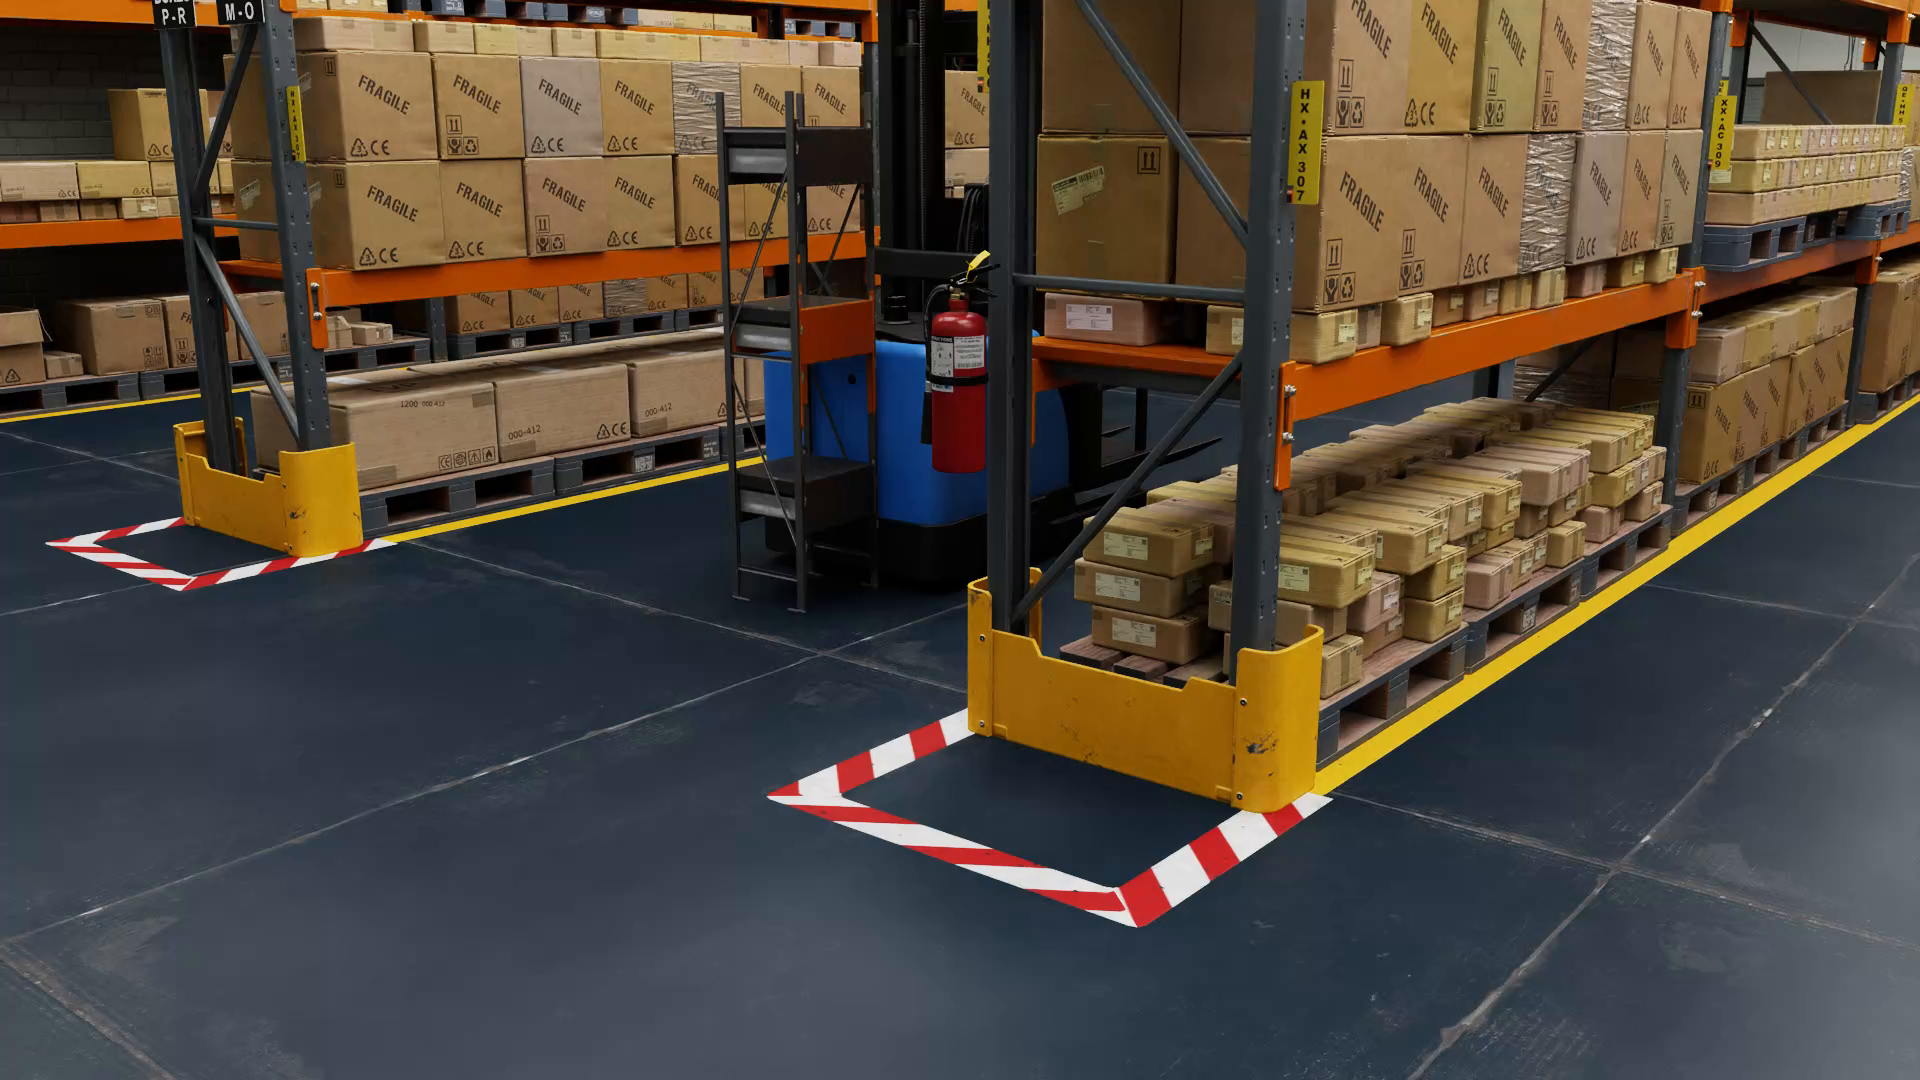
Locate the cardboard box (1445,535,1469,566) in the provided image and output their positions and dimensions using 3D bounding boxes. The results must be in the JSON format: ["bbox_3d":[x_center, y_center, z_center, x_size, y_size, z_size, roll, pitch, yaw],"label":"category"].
[{"bbox_3d":[1.683,0.027,6.259,0.380,0.149,0.250,10,17,35],"label":"cardboard box"}]

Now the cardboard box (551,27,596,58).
[{"bbox_3d":[-2.134,-2.610,8.754,0.380,0.149,0.250,11,18,38],"label":"cardboard box"}]

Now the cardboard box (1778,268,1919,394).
[{"bbox_3d":[5.995,-1.493,11.622,1.050,0.750,0.750,11,18,37],"label":"cardboard box"}]

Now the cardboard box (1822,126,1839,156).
[{"bbox_3d":[4.445,-2.133,8.875,0.380,0.149,0.250,12,19,40],"label":"cardboard box"}]

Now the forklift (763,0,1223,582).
[{"bbox_3d":[0.362,-1.545,8.253,1.130,2.935,3.031,10,17,34],"label":"forklift"}]

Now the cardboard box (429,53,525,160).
[{"bbox_3d":[-2.557,-2.172,8.348,0.500,0.500,0.500,11,18,36],"label":"cardboard box"}]

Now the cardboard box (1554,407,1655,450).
[{"bbox_3d":[3.007,-0.512,7.777,0.380,0.149,0.250,12,18,39],"label":"cardboard box"}]

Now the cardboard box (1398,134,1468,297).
[{"bbox_3d":[1.328,-1.087,5.502,0.500,0.500,0.500,11,18,38],"label":"cardboard box"}]

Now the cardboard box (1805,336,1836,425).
[{"bbox_3d":[5.003,-1.003,10.204,0.500,0.500,0.500,12,19,40],"label":"cardboard box"}]

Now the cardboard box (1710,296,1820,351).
[{"bbox_3d":[4.676,-1.267,9.720,0.500,0.250,0.500,12,18,39],"label":"cardboard box"}]

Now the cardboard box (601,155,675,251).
[{"bbox_3d":[-1.943,-1.882,9.234,0.500,0.500,0.500,12,19,39],"label":"cardboard box"}]

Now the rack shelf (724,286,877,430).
[{"bbox_3d":[-0.665,-0.773,6.956,0.431,0.518,0.480,10,17,34],"label":"rack shelf"}]

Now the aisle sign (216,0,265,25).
[{"bbox_3d":[-3.219,-2.693,7.350,0.394,0.787,0.004,11,18,38],"label":"aisle sign"}]

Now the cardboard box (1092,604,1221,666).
[{"bbox_3d":[0.683,0.300,5.785,0.380,0.149,0.250,12,18,38],"label":"cardboard box"}]

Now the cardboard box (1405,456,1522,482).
[{"bbox_3d":[2.003,-0.221,6.628,0.380,0.149,0.250,11,18,38],"label":"cardboard box"}]

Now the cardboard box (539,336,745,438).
[{"bbox_3d":[-1.926,-0.944,10.097,0.875,0.438,0.875,11,18,36],"label":"cardboard box"}]

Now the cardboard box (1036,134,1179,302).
[{"bbox_3d":[0.596,-1.063,5.409,0.500,0.500,0.500,12,18,39],"label":"cardboard box"}]

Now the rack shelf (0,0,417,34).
[{"bbox_3d":[-6.006,-3.747,12.149,1.077,0.370,4.000,11,18,38],"label":"rack shelf"}]

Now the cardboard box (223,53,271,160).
[{"bbox_3d":[-3.282,-2.154,8.274,0.500,0.500,0.500,12,19,39],"label":"cardboard box"}]

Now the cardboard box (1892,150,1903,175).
[{"bbox_3d":[5.586,-2.338,10.286,0.380,0.149,0.250,12,18,39],"label":"cardboard box"}]

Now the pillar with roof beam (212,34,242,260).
[{"bbox_3d":[-2.539,-5.272,10.601,9.100,9.000,0.400,11,18,38],"label":"pillar with roof beam"}]

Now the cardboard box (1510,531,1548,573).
[{"bbox_3d":[2.180,0.033,6.838,0.380,0.149,0.250,12,18,39],"label":"cardboard box"}]

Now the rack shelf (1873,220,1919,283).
[{"bbox_3d":[6.799,-2.311,12.589,1.077,0.370,4.000,11,18,38],"label":"rack shelf"}]

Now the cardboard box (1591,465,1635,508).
[{"bbox_3d":[2.762,-0.259,7.385,0.380,0.149,0.250,10,18,36],"label":"cardboard box"}]

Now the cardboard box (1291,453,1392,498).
[{"bbox_3d":[1.506,-0.237,6.693,0.380,0.149,0.250,11,18,36],"label":"cardboard box"}]

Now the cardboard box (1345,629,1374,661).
[{"bbox_3d":[1.193,0.320,5.708,0.380,0.149,0.250,11,18,37],"label":"cardboard box"}]

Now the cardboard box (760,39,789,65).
[{"bbox_3d":[-1.246,-2.917,9.961,0.380,0.149,0.250,11,18,38],"label":"cardboard box"}]

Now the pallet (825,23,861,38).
[{"bbox_3d":[-1.177,-5.512,18.018,1.003,0.211,1.213,12,19,40],"label":"pallet"}]

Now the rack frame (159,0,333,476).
[{"bbox_3d":[-3.400,-1.491,7.901,1.000,3.000,0.127,11,18,38],"label":"rack frame"}]

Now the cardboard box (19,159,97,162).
[{"bbox_3d":[-6.540,-2.652,12.171,0.500,0.250,0.500,12,19,39],"label":"cardboard box"}]

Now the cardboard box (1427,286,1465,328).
[{"bbox_3d":[1.557,-0.852,5.893,0.380,0.149,0.250,11,18,37],"label":"cardboard box"}]

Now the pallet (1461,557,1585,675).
[{"bbox_3d":[1.867,0.210,6.869,1.003,0.211,1.213,11,18,38],"label":"pallet"}]

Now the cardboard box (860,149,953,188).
[{"bbox_3d":[-0.390,-2.468,11.033,0.500,0.250,0.500,11,18,36],"label":"cardboard box"}]

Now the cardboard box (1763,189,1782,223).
[{"bbox_3d":[3.803,-1.651,8.186,0.380,0.149,0.250,12,18,38],"label":"cardboard box"}]

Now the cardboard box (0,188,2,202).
[{"bbox_3d":[-6.768,-2.375,11.082,0.500,0.250,0.500,11,18,38],"label":"cardboard box"}]

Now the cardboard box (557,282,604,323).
[{"bbox_3d":[-3.626,-2.273,15.202,0.500,0.500,0.500,11,18,36],"label":"cardboard box"}]

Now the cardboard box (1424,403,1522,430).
[{"bbox_3d":[2.431,-0.543,7.898,0.380,0.149,0.250,12,19,40],"label":"cardboard box"}]

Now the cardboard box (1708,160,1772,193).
[{"bbox_3d":[3.633,-1.741,7.937,0.380,0.149,0.250,12,18,38],"label":"cardboard box"}]

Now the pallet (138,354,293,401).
[{"bbox_3d":[-5.948,-1.307,12.840,1.003,0.211,1.213,11,18,38],"label":"pallet"}]

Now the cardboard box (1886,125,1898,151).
[{"bbox_3d":[5.431,-2.434,10.062,0.380,0.149,0.250,11,18,37],"label":"cardboard box"}]

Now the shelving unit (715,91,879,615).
[{"bbox_3d":[-0.665,-0.786,6.953,0.431,2.100,0.503,10,17,34],"label":"shelving unit"}]

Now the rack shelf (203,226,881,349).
[{"bbox_3d":[-2.143,-1.526,9.497,1.077,0.370,4.000,11,18,38],"label":"rack shelf"}]

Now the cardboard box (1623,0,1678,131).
[{"bbox_3d":[2.622,-1.956,6.893,0.500,0.500,0.500,11,18,36],"label":"cardboard box"}]

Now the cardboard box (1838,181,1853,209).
[{"bbox_3d":[4.779,-1.948,9.356,0.380,0.149,0.250,12,19,39],"label":"cardboard box"}]

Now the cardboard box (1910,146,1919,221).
[{"bbox_3d":[6.669,-2.564,11.919,0.500,0.500,0.500,11,18,37],"label":"cardboard box"}]

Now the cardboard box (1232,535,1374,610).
[{"bbox_3d":[1.108,0.097,5.376,0.380,0.149,0.250,10,17,35],"label":"cardboard box"}]

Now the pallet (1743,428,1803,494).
[{"bbox_3d":[4.283,-0.543,9.832,1.003,0.211,1.213,11,18,38],"label":"pallet"}]

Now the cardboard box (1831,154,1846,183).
[{"bbox_3d":[4.615,-2.041,9.117,0.380,0.149,0.250,11,18,36],"label":"cardboard box"}]

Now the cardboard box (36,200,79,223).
[{"bbox_3d":[-6.374,-2.308,11.626,0.380,0.149,0.250,12,19,39],"label":"cardboard box"}]

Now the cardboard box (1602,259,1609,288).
[{"bbox_3d":[2.524,-1.151,7.072,0.380,0.149,0.250,11,18,36],"label":"cardboard box"}]

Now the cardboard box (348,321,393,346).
[{"bbox_3d":[-4.870,-1.694,13.638,0.380,0.149,0.250,11,18,36],"label":"cardboard box"}]

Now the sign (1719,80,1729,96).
[{"bbox_3d":[5.108,-2.923,11.186,0.100,0.325,0.005,11,18,38],"label":"sign"}]

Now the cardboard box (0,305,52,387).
[{"bbox_3d":[-6.805,-1.355,11.581,0.797,0.503,0.637,10,18,35],"label":"cardboard box"}]
